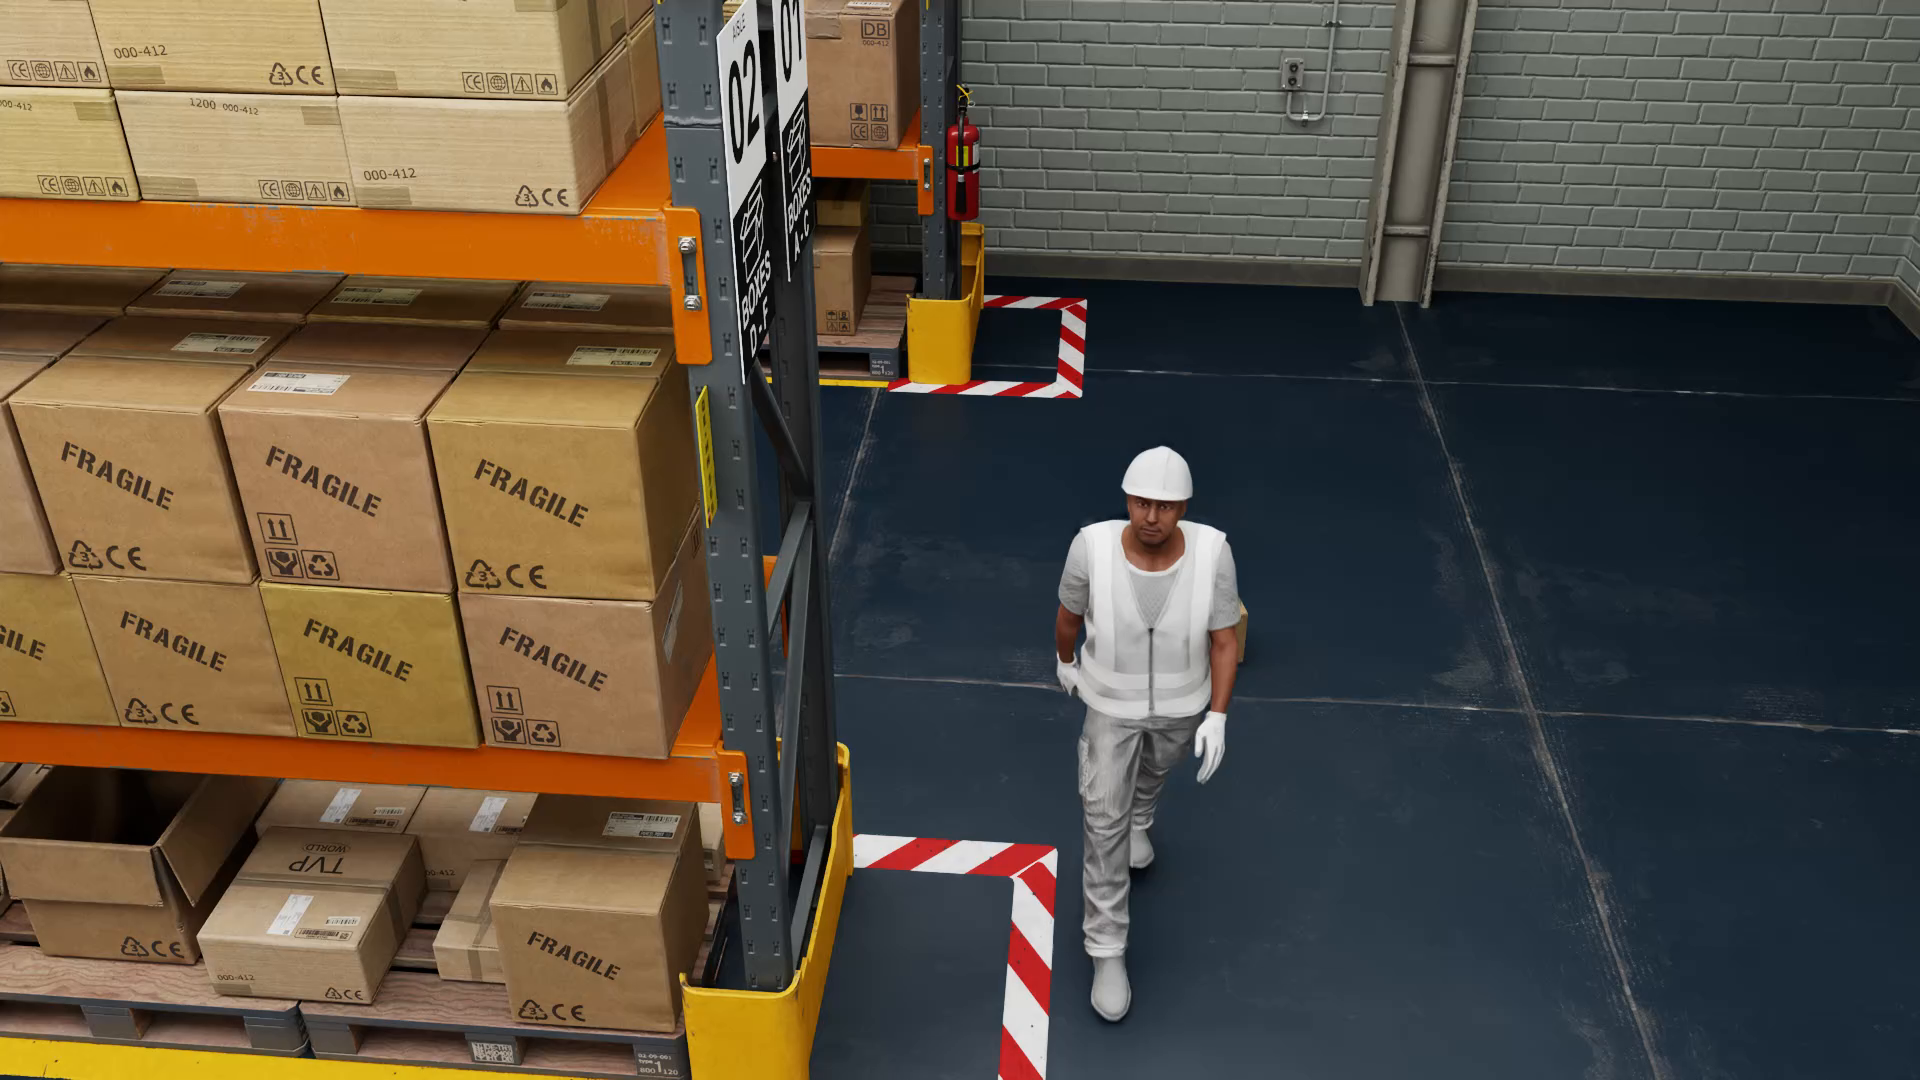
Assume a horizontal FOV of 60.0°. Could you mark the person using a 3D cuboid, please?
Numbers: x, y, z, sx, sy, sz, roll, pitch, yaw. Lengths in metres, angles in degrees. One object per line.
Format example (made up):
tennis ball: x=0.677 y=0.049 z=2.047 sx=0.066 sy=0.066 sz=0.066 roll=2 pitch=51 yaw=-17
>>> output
person: x=0.590 y=0.535 z=5.221 sx=0.545 sy=1.741 sz=0.969 roll=-2 pitch=32 yaw=-3
